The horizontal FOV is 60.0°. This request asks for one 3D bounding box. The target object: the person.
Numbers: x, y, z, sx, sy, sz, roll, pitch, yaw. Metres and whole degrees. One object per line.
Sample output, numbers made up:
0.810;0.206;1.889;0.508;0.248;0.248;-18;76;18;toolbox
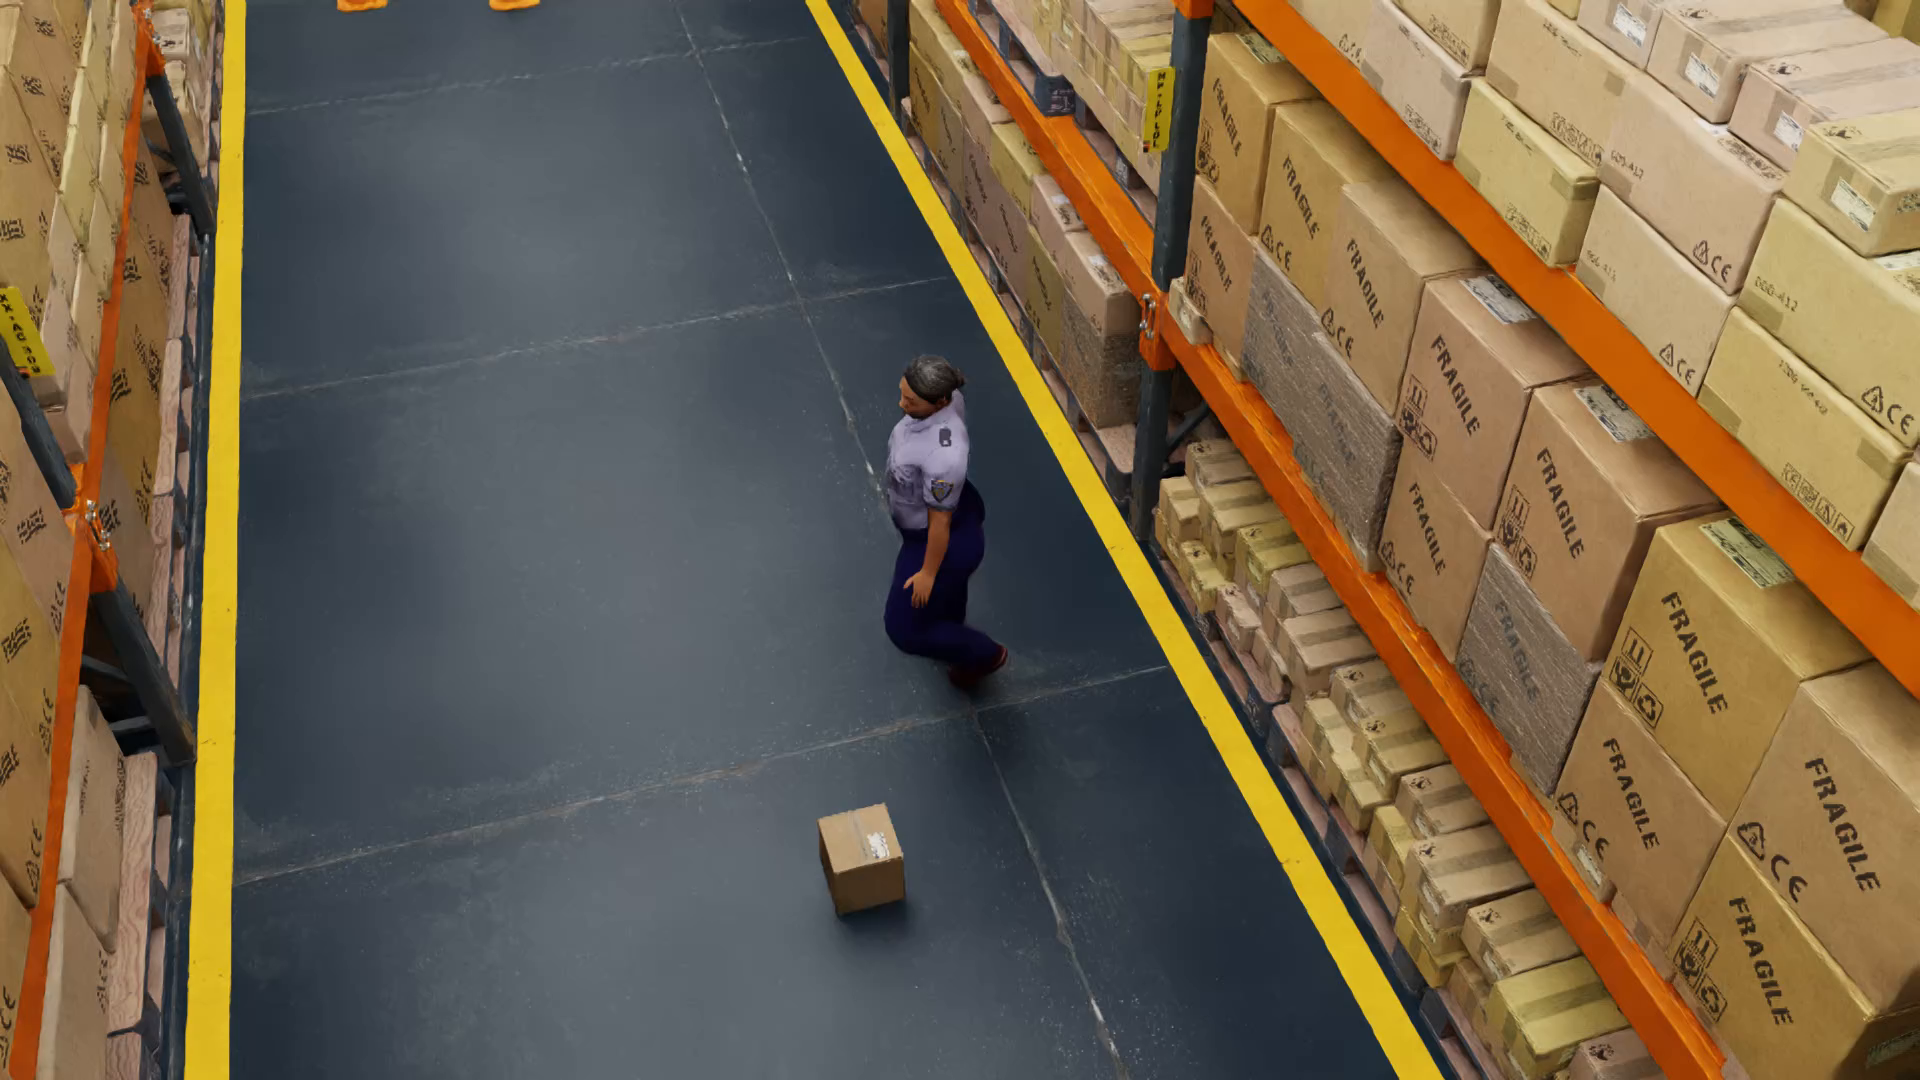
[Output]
-0.053;-0.035;6.188;0.475;1.644;0.574;-2;43;-2;person
